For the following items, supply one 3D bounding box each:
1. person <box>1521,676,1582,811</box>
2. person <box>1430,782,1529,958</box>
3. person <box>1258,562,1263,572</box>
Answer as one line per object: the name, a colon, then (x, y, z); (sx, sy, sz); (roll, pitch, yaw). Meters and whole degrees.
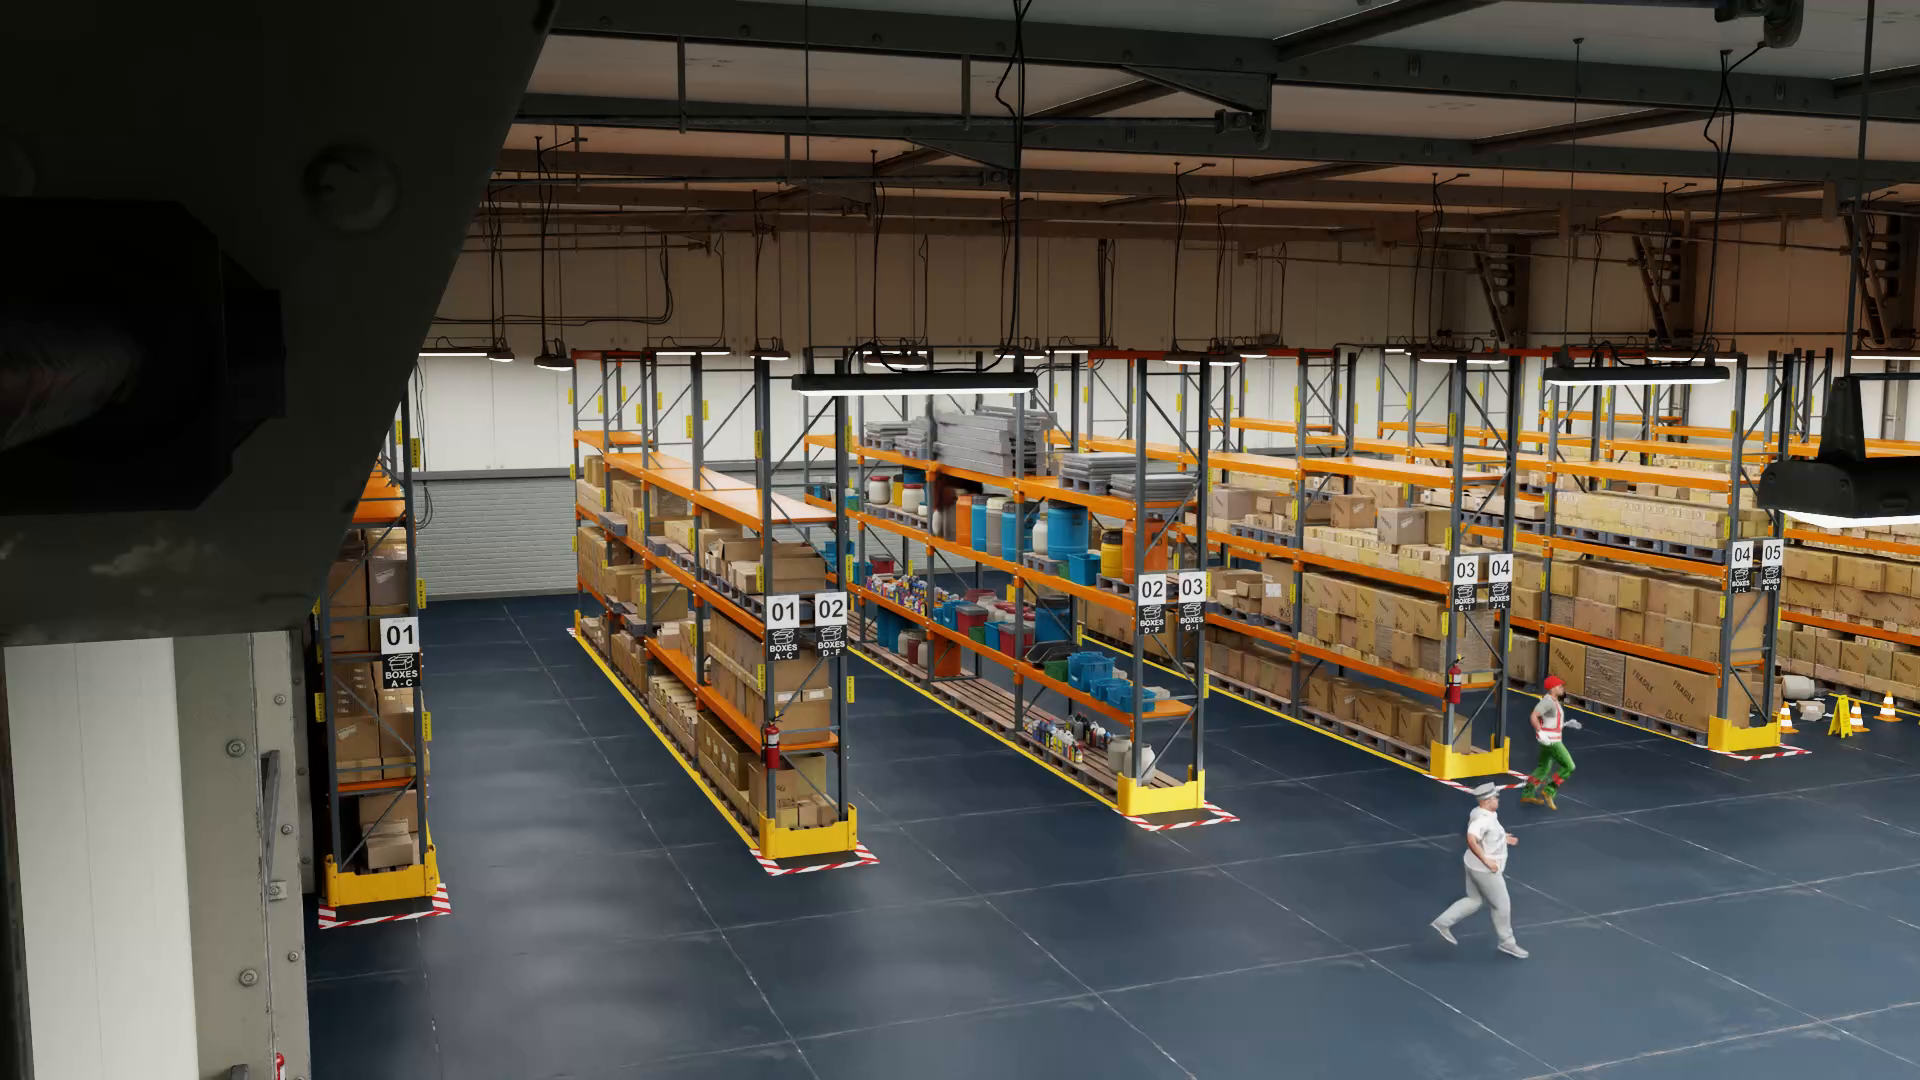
person: (7.901, 2.696, 22.195); (0.729, 1.778, 0.663); (2, 7, 18)
person: (5.332, 3.350, 16.935); (0.952, 1.801, 0.661); (0, 7, 1)
person: (7.659, 0.409, 41.047); (0.723, 1.712, 0.637); (-7, 10, -43)
